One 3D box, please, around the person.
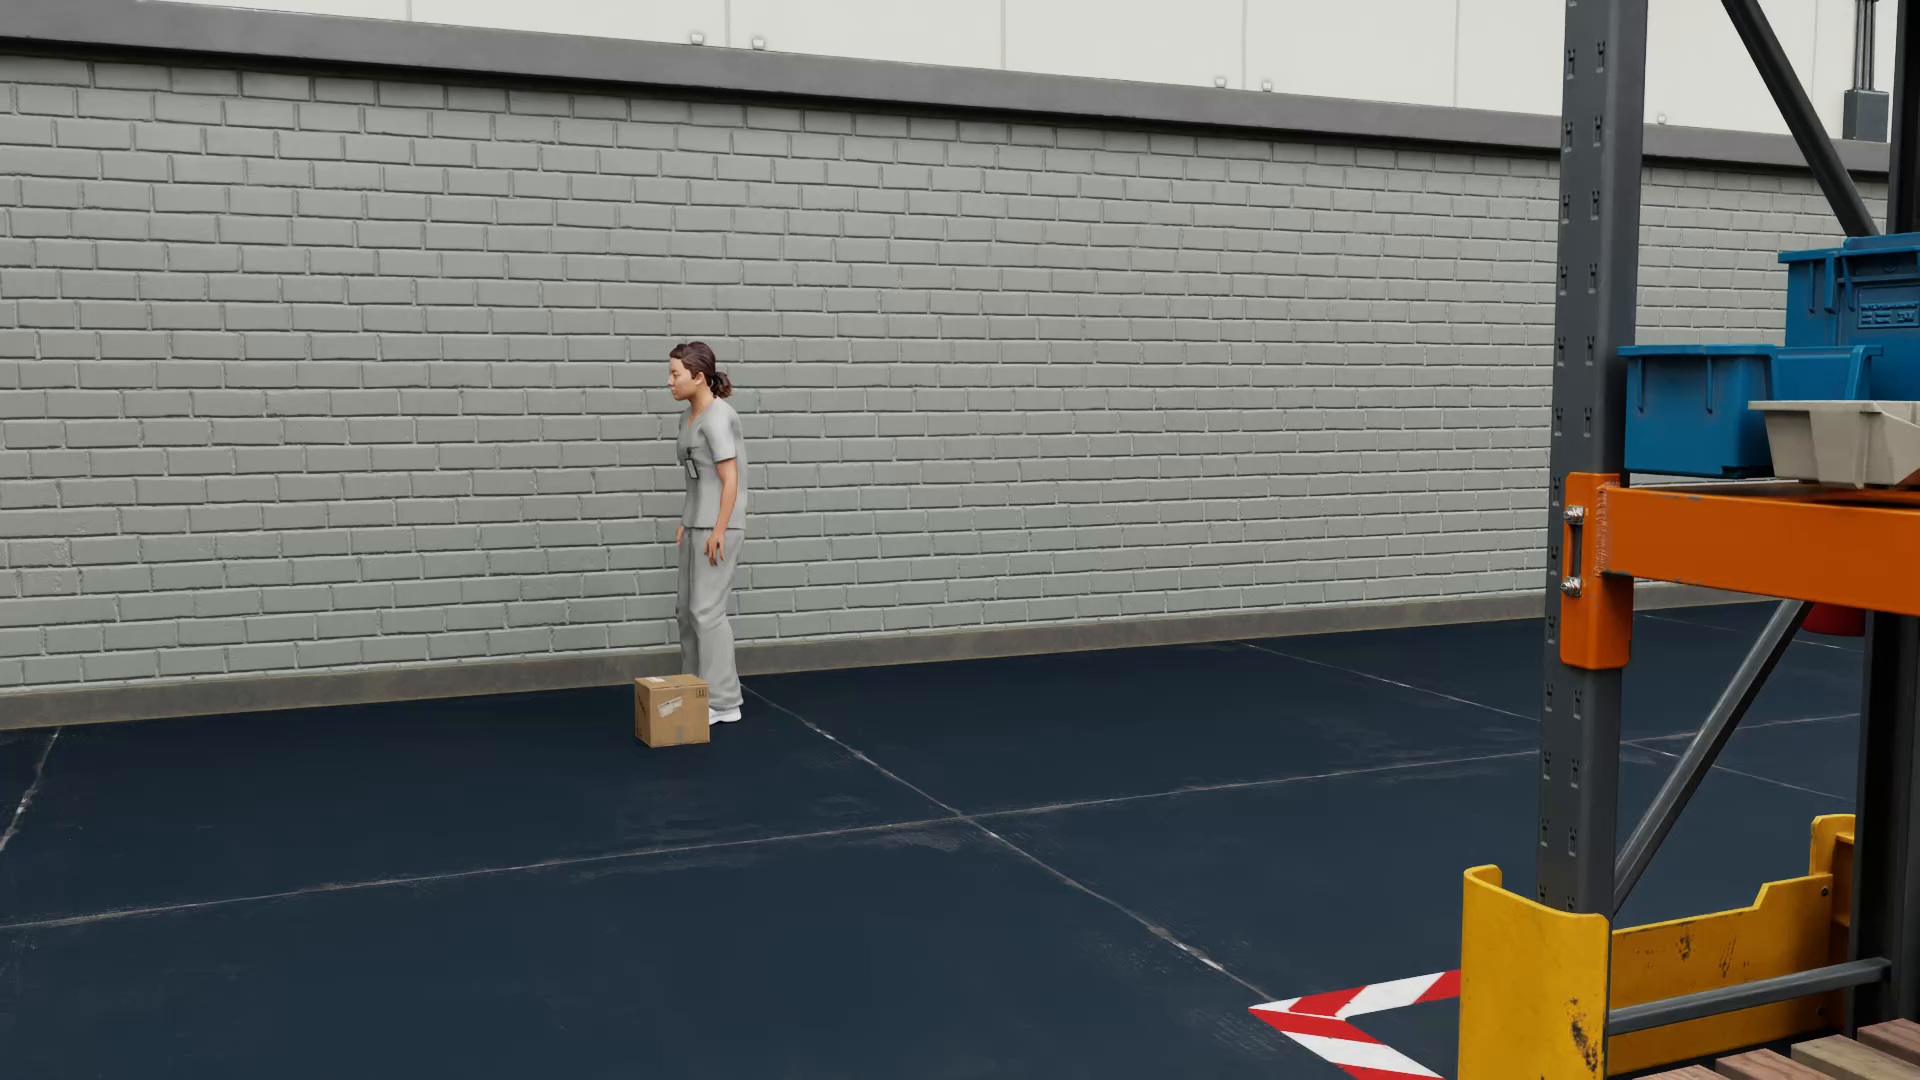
[{"bbox_3d":[-1.127,-0.034,7.328,0.358,1.671,0.507,-3,6,-27],"label":"person"}]
